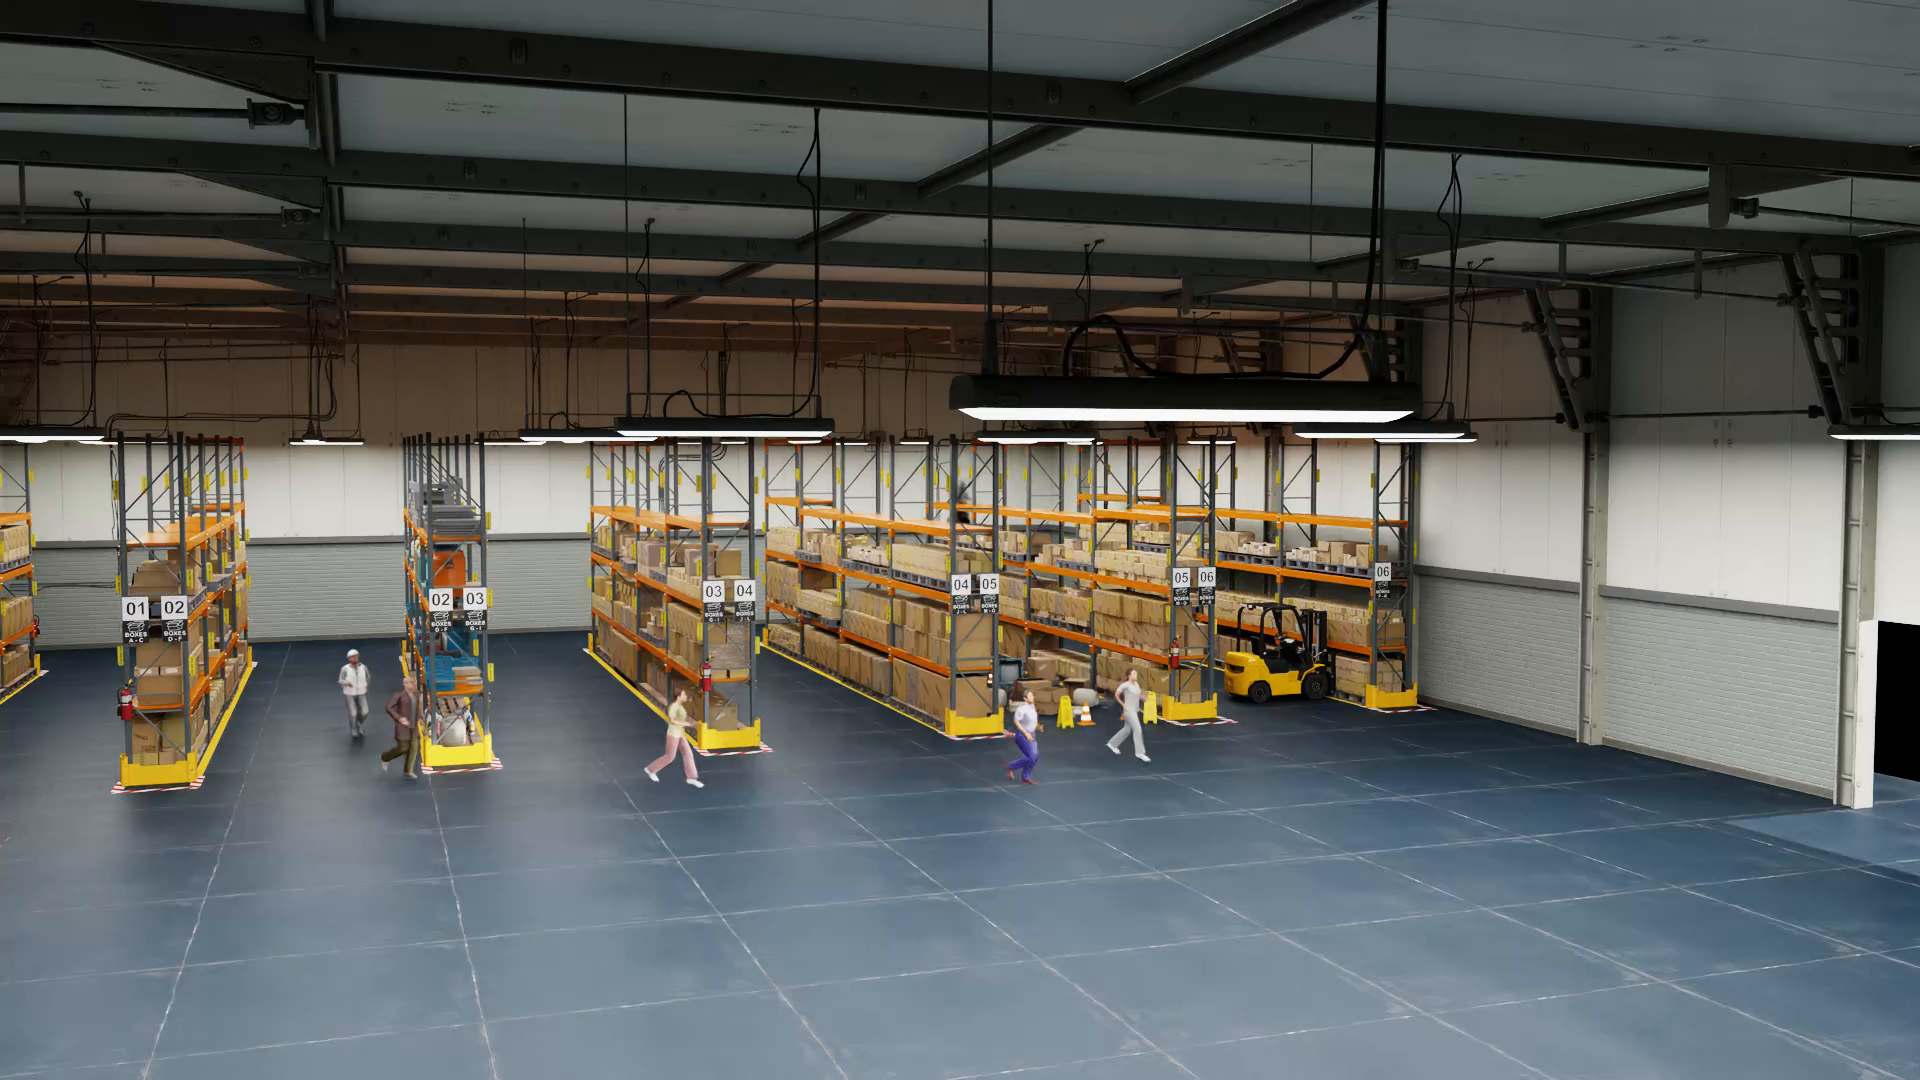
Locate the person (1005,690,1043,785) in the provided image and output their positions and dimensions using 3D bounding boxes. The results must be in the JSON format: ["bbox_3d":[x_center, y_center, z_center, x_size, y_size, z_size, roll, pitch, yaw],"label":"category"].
[{"bbox_3d":[1.104,3.364,28.316,0.596,1.610,0.600,1,3,18],"label":"person"}]

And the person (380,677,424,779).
[{"bbox_3d":[-9.628,3.250,28.992,0.904,1.720,0.772,2,4,30],"label":"person"}]

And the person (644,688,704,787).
[{"bbox_3d":[-4.828,3.329,28.071,1.018,1.673,0.598,0,3,3],"label":"person"}]

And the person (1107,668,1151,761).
[{"bbox_3d":[3.126,3.188,30.620,0.894,1.688,0.552,2,4,30],"label":"person"}]

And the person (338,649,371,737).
[{"bbox_3d":[-11.894,3.027,32.779,0.648,1.727,0.590,-2,4,-32],"label":"person"}]
